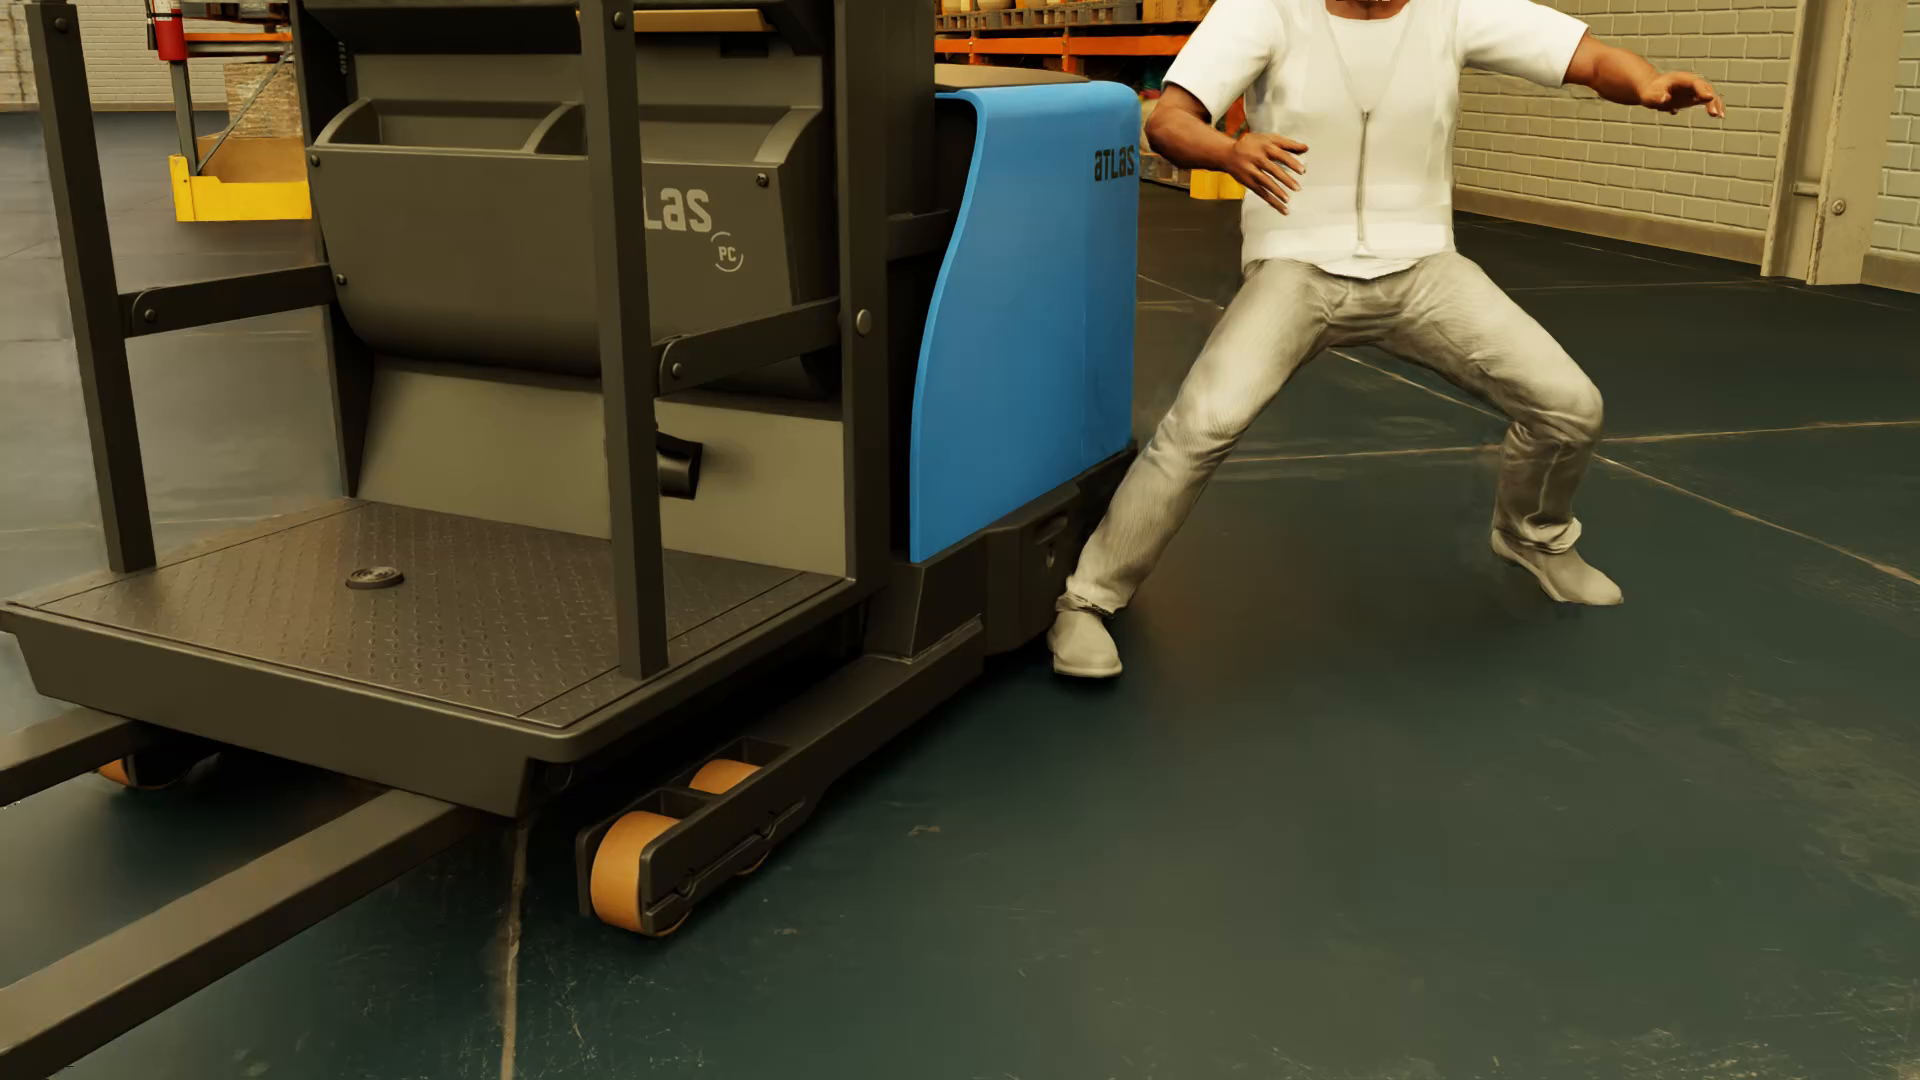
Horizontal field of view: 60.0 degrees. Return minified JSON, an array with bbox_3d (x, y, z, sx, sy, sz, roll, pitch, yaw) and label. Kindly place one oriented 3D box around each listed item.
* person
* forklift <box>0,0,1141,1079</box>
[{"bbox_3d":[0.795,-0.534,3.153,1.245,1.560,0.733,1,17,2],"label":"person"},{"bbox_3d":[-0.731,-1.018,2.293,1.130,2.935,3.031,8,18,26],"label":"forklift"}]
